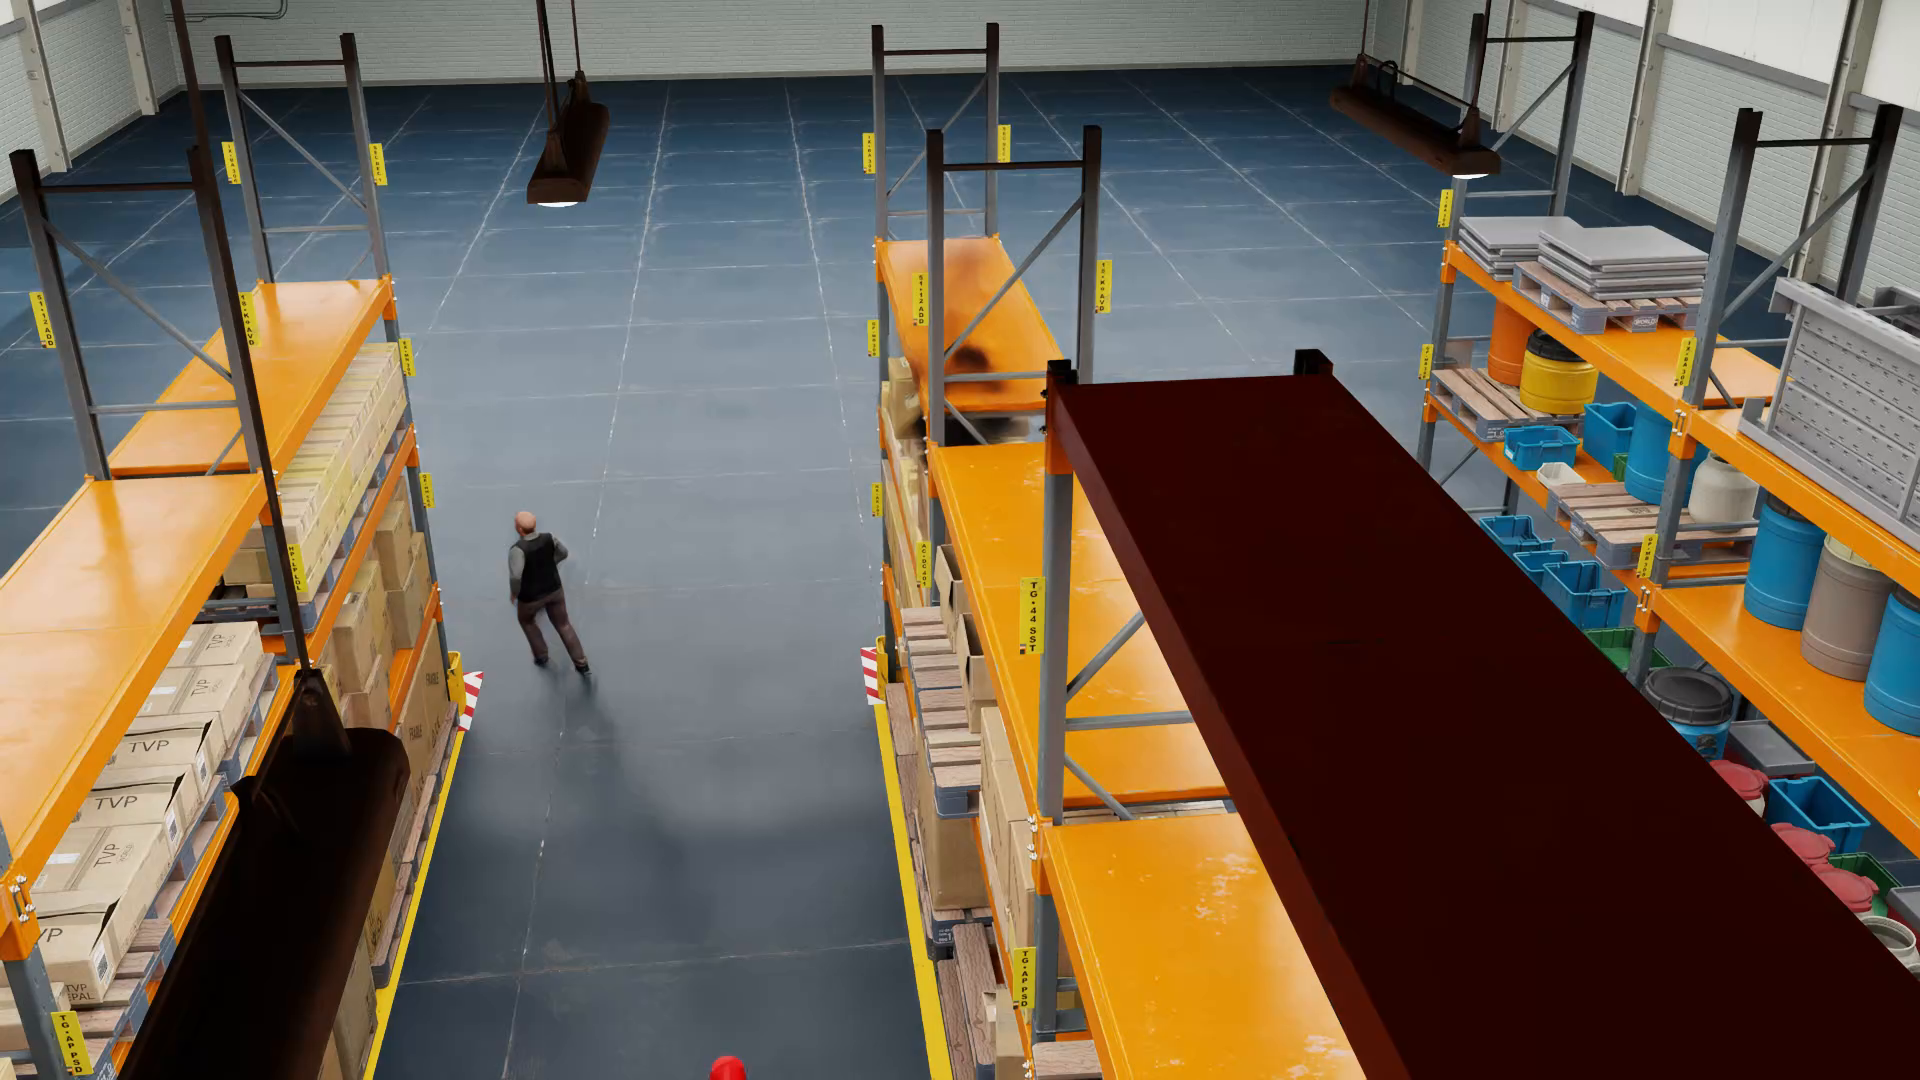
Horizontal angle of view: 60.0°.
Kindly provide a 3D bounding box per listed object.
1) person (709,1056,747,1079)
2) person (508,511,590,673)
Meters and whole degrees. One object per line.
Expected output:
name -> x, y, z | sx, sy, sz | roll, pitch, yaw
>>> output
person -> -1.215, 3.502, 9.119 | 0.646, 1.744, 0.597 | -5, 26, -11
person -> -3.916, 0.524, 15.442 | 0.705, 1.748, 0.784 | -21, 33, -37
